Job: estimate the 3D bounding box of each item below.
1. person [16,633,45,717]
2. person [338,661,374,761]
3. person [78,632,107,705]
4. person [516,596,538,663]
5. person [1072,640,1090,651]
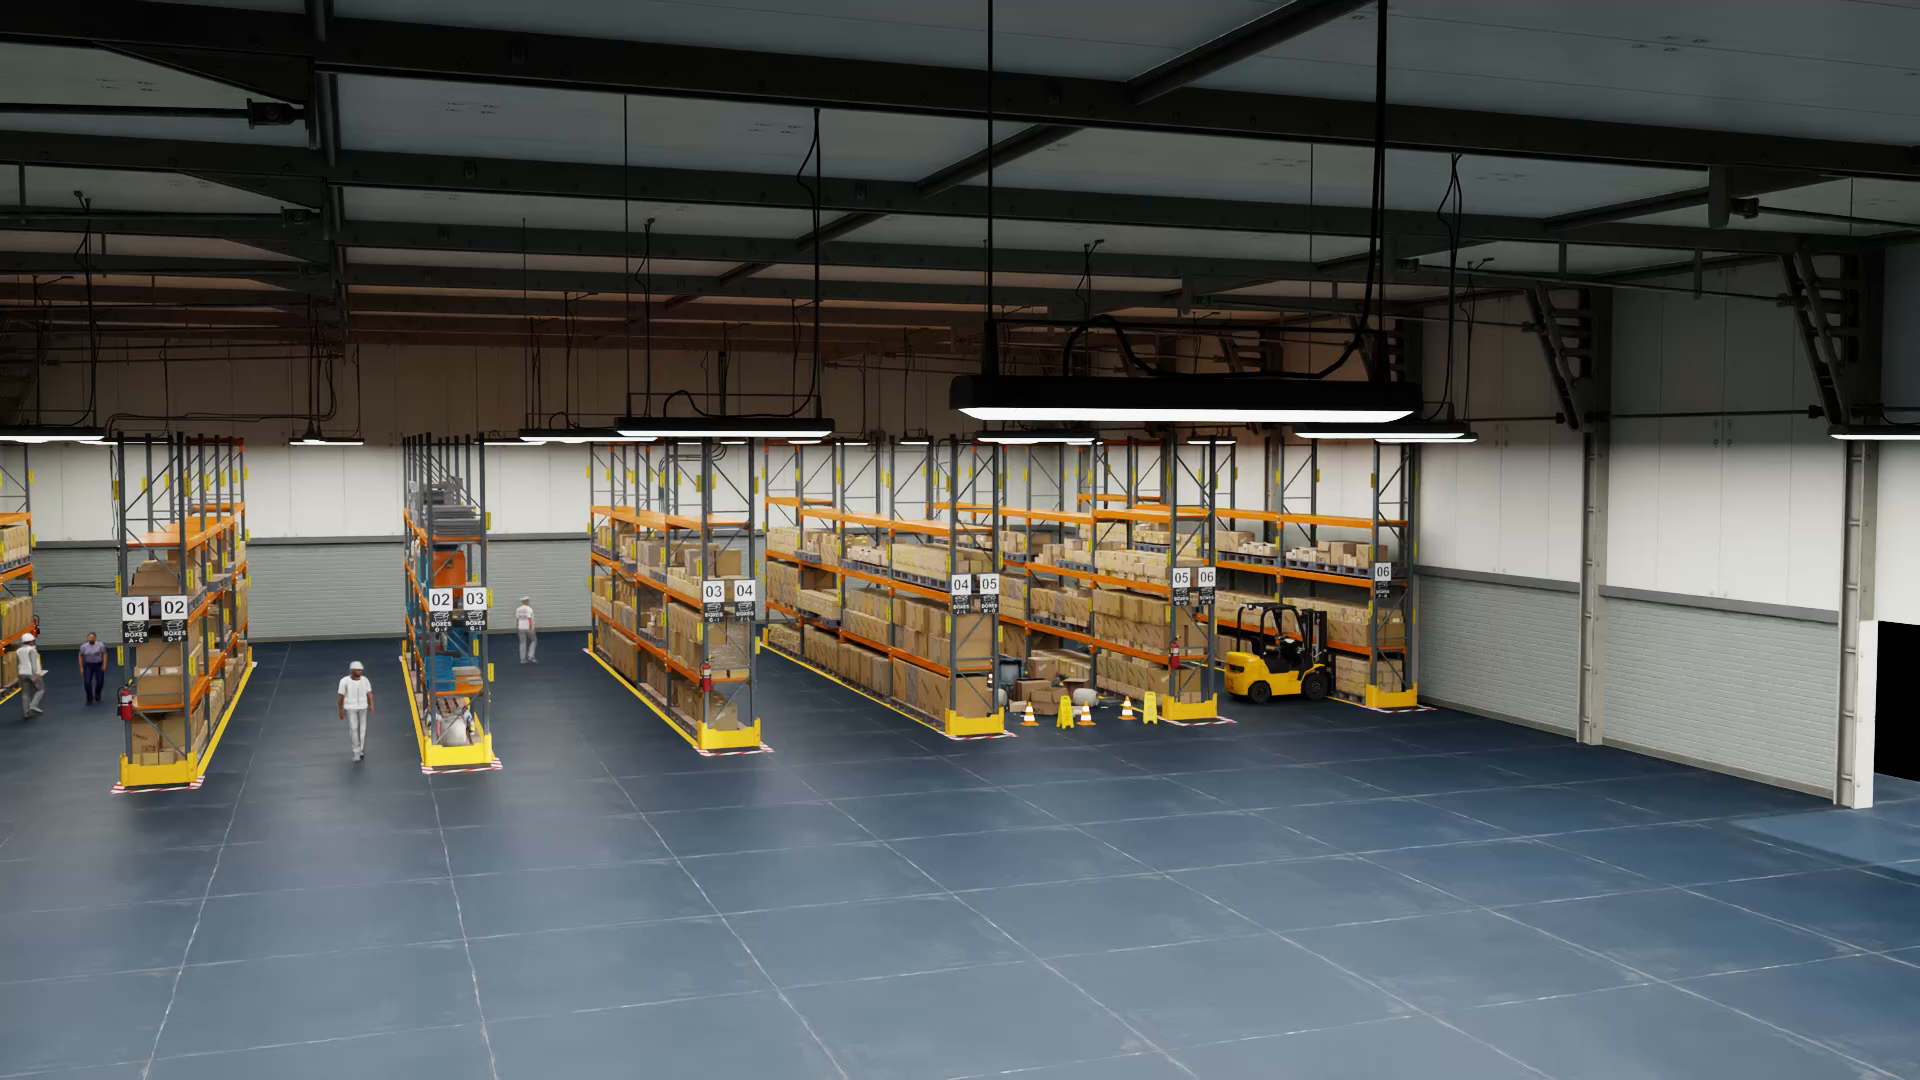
[{"bbox_3d":[-19.813,2.868,35.381,0.568,1.761,0.475,0,3,-2],"label":"person"},{"bbox_3d":[-11.094,3.148,30.708,0.593,1.783,0.688,-3,4,-41],"label":"person"},{"bbox_3d":[-19.411,2.865,37.237,0.571,1.617,0.538,-1,3,-23],"label":"person"},{"bbox_3d":[-11.550,2.403,44.233,0.561,1.788,0.552,0,3,4],"label":"person"},{"bbox_3d":[3.476,2.288,46.947,0.552,1.774,0.545,-3,4,-39],"label":"person"}]
